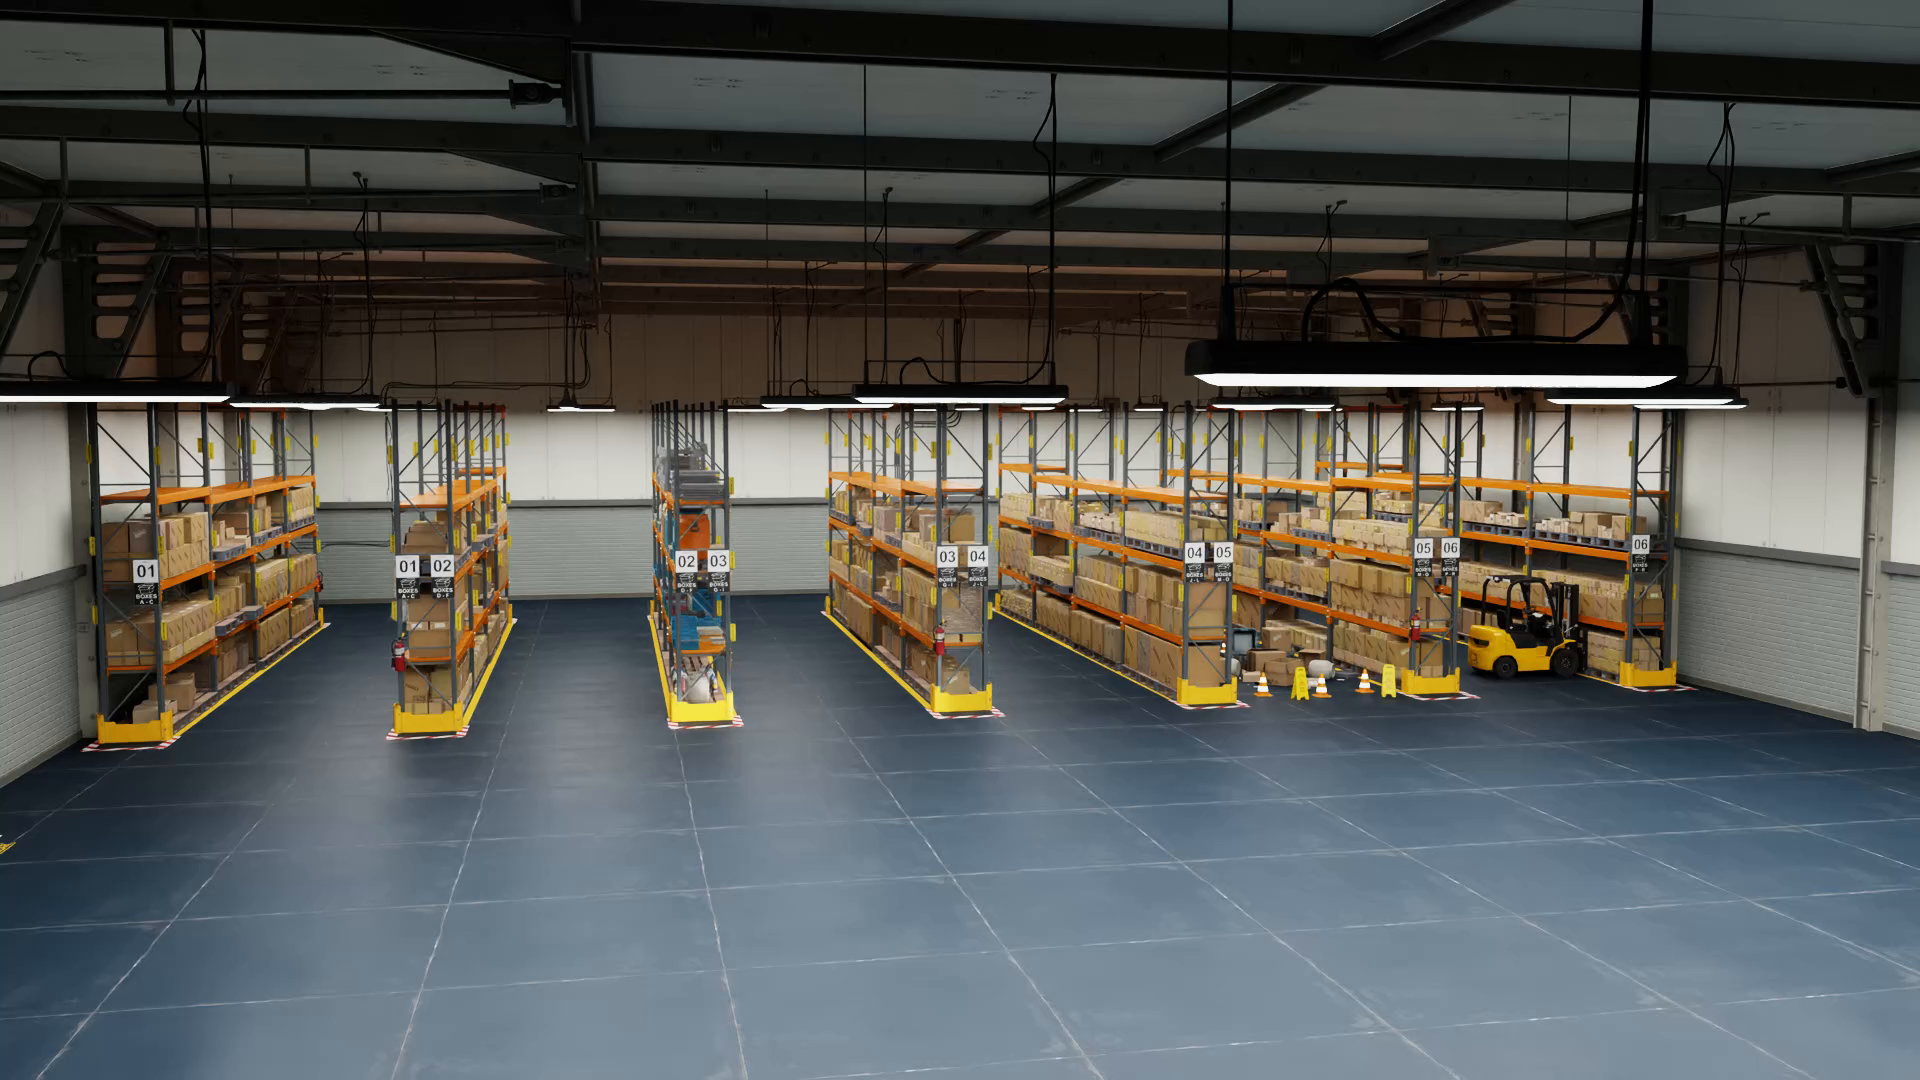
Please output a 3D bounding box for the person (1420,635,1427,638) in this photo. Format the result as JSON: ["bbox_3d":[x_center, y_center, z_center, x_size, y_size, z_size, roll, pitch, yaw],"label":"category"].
[{"bbox_3d":[10.585,2.020,38.331,0.541,1.646,0.513,0,4,-6],"label":"person"}]

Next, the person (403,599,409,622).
[{"bbox_3d":[-15.121,1.404,45.748,0.621,1.809,0.566,-3,6,-39],"label":"person"}]

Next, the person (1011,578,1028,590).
[{"bbox_3d":[1.769,1.082,49.856,0.867,1.769,0.559,-1,4,-11],"label":"person"}]
